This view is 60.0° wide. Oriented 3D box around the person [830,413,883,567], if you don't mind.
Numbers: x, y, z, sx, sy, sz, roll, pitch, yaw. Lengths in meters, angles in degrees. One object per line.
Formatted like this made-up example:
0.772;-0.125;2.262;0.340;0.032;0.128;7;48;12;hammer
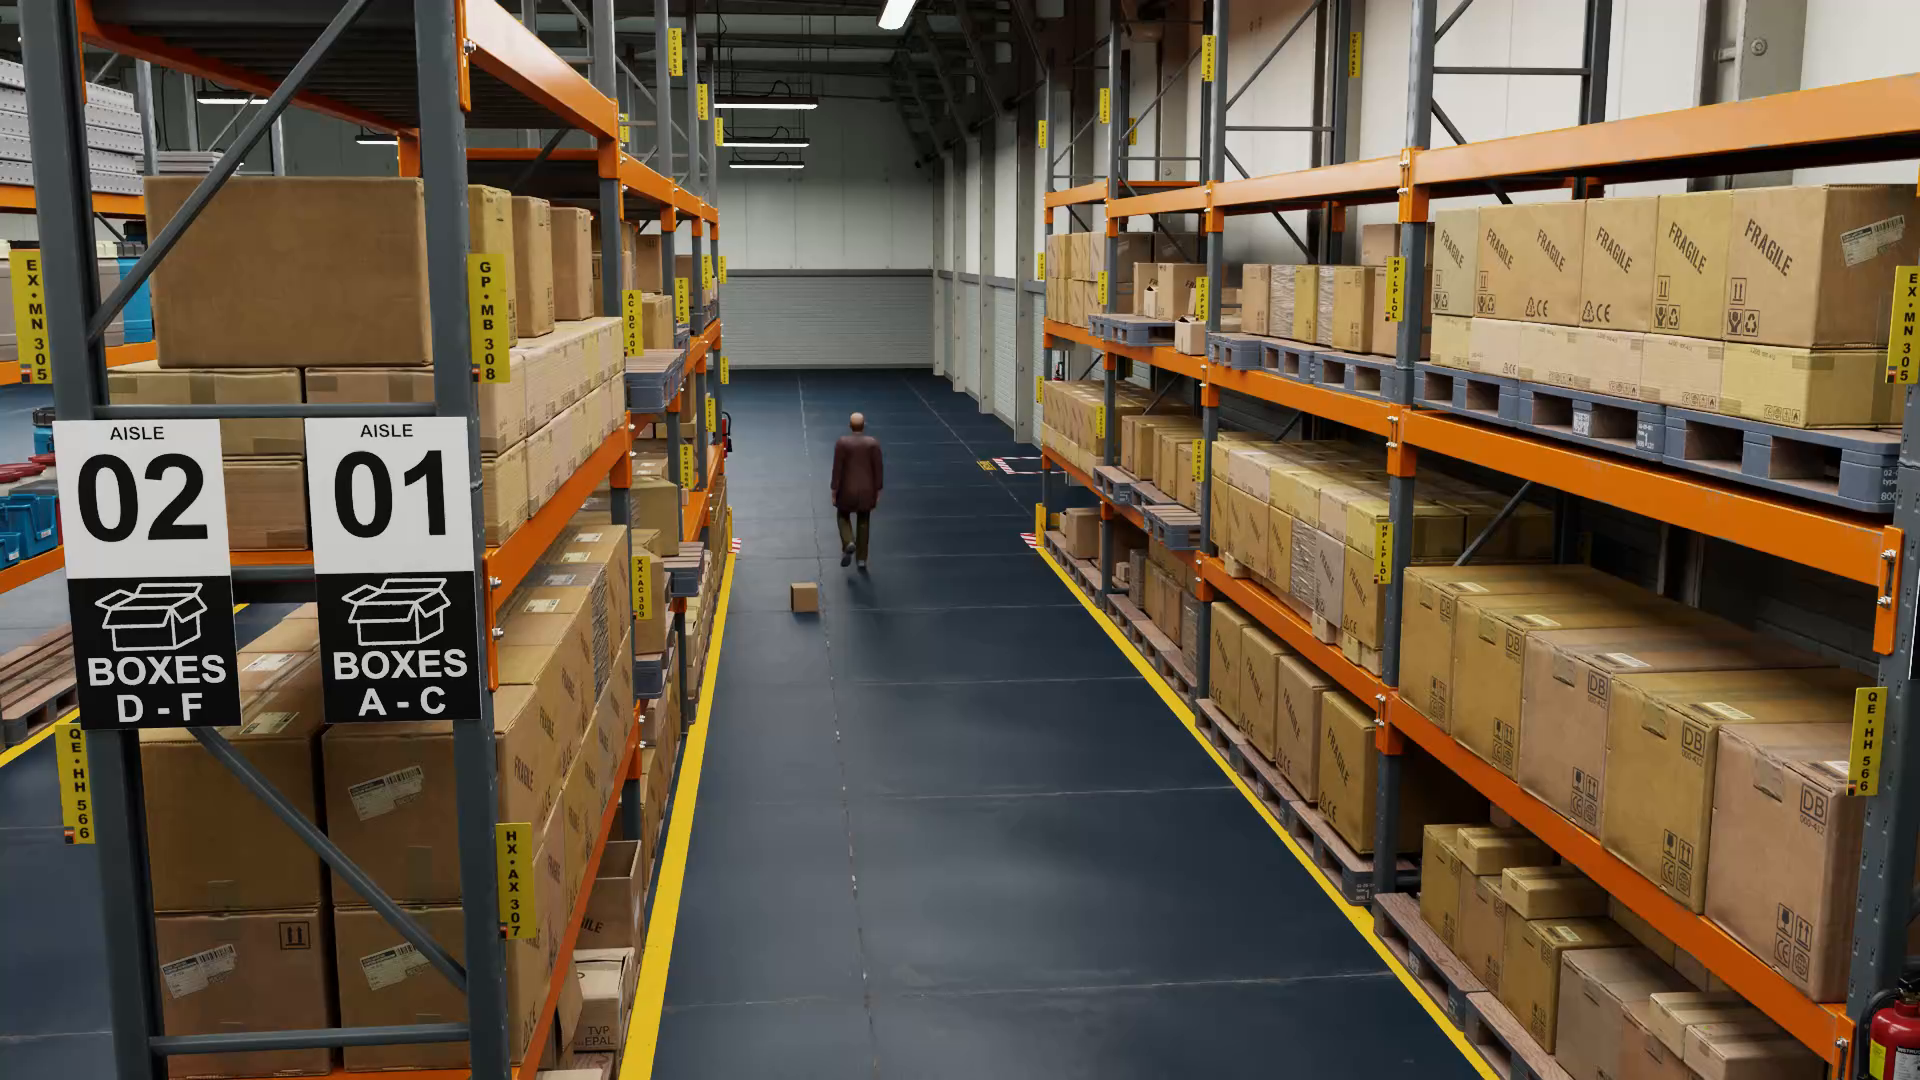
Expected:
-1.191;-0.579;19.125;0.613;1.782;0.514;-1;10;-8;person
